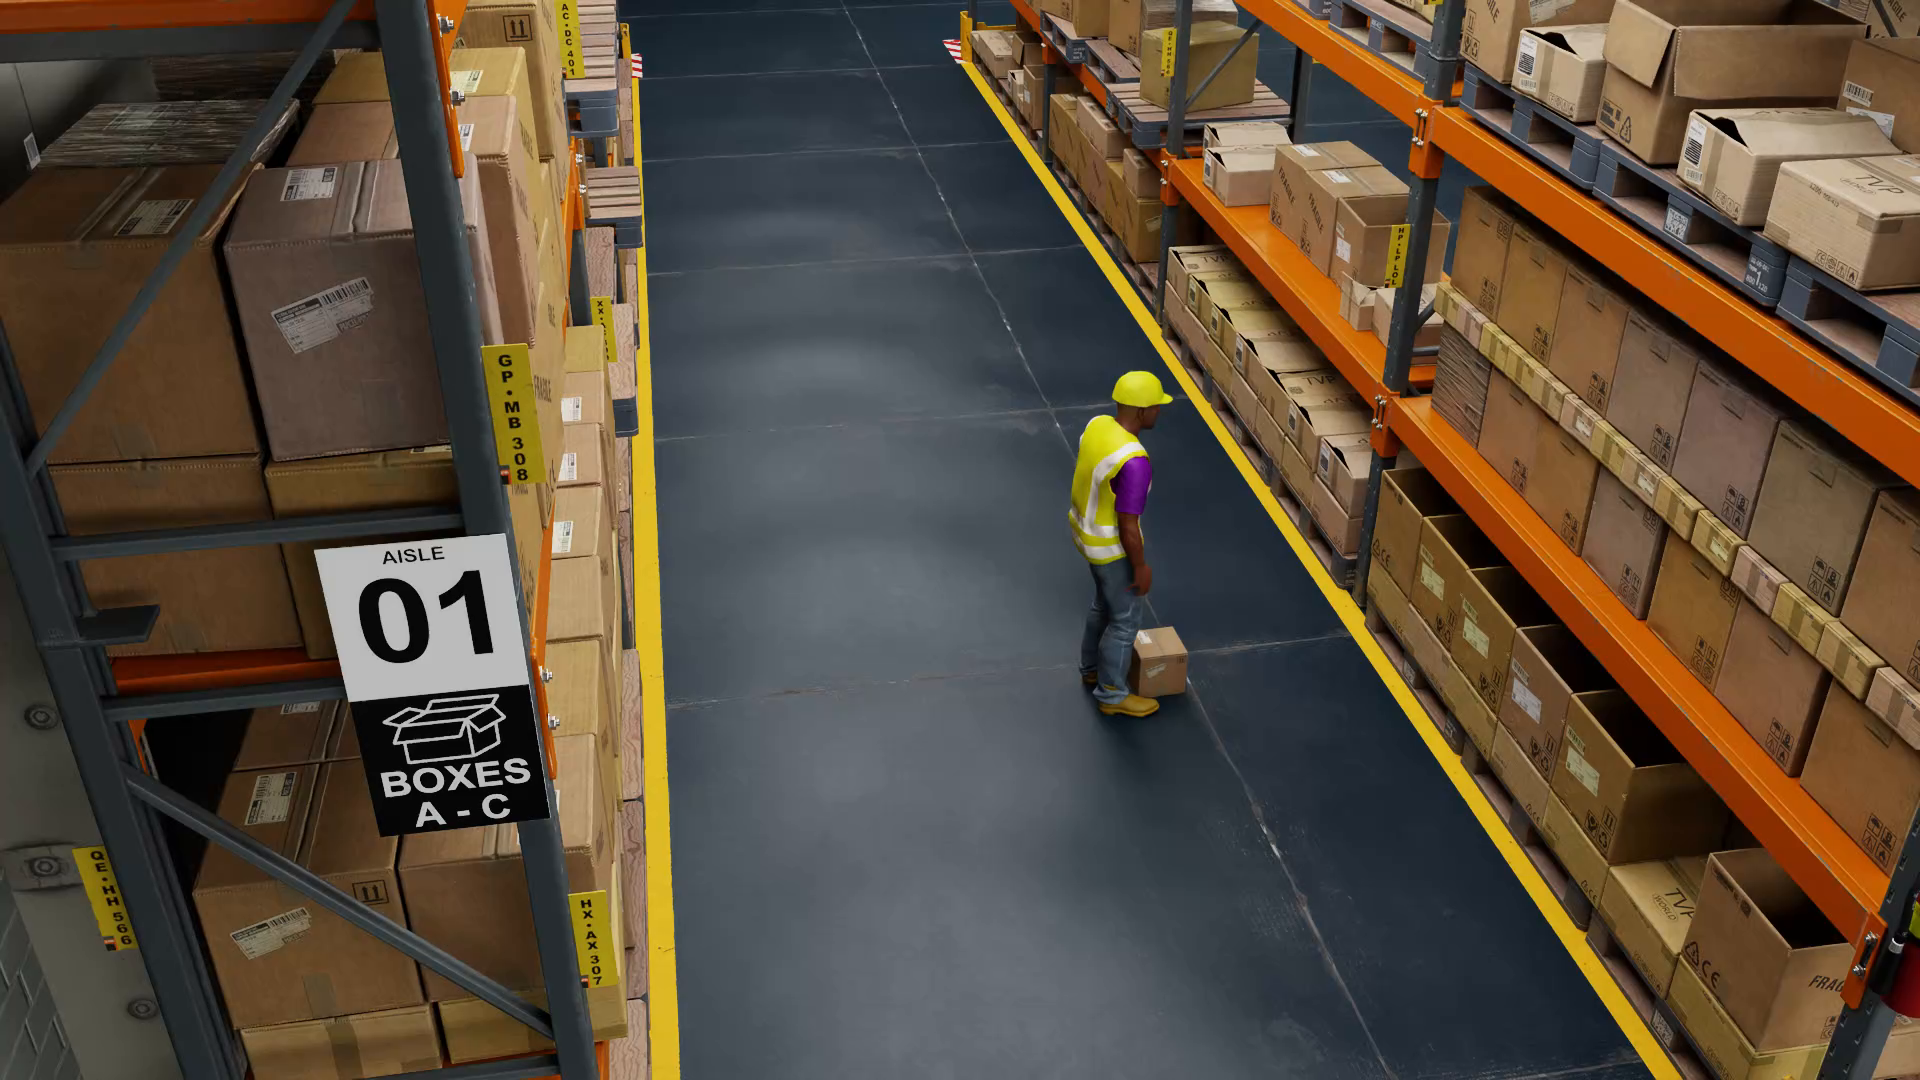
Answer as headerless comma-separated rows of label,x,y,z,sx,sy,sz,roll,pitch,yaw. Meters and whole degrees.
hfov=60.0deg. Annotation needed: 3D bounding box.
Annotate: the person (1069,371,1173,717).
person,0.776,0.002,8.118,0.461,1.759,0.632,-7,31,-12
